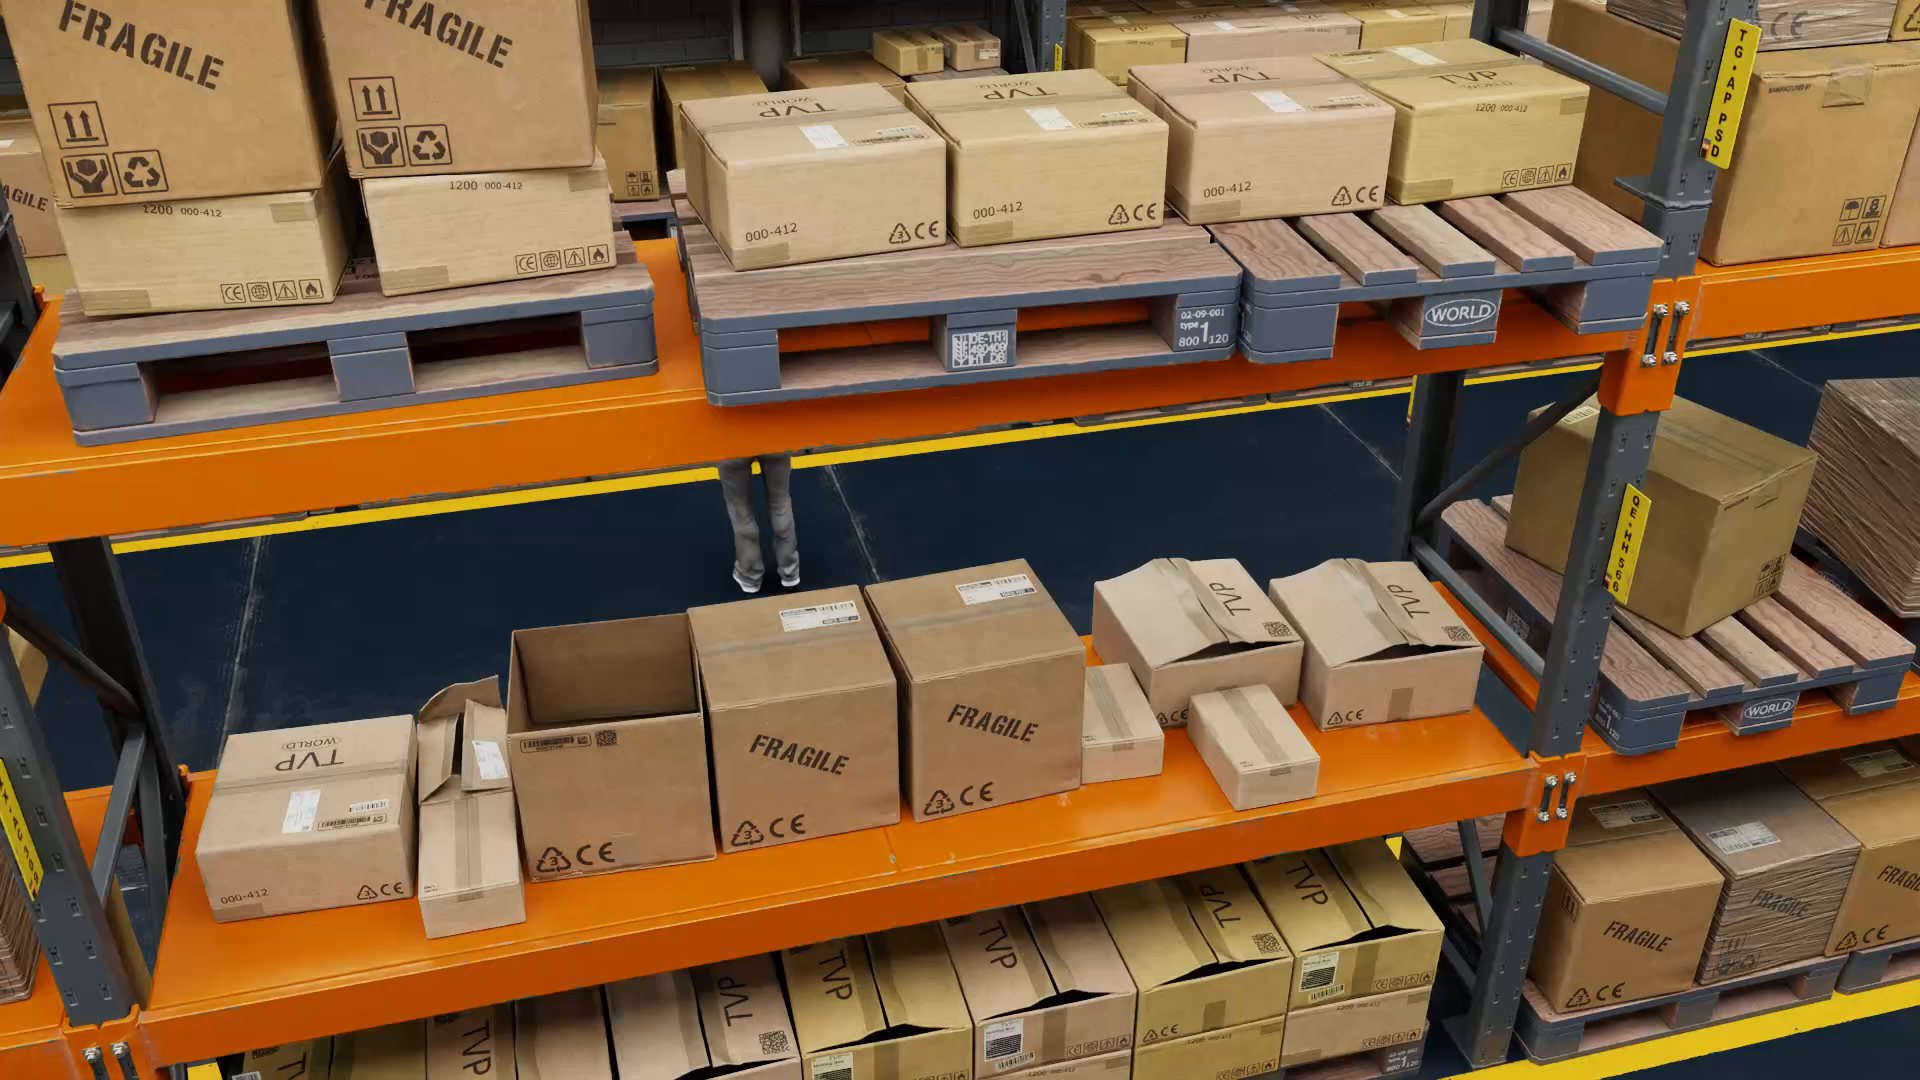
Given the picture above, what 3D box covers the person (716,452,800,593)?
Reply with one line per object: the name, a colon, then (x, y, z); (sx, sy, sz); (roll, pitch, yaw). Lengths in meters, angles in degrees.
person: (-1.009, -0.499, 7.859); (0.426, 1.598, 0.481); (-10, 32, -17)
